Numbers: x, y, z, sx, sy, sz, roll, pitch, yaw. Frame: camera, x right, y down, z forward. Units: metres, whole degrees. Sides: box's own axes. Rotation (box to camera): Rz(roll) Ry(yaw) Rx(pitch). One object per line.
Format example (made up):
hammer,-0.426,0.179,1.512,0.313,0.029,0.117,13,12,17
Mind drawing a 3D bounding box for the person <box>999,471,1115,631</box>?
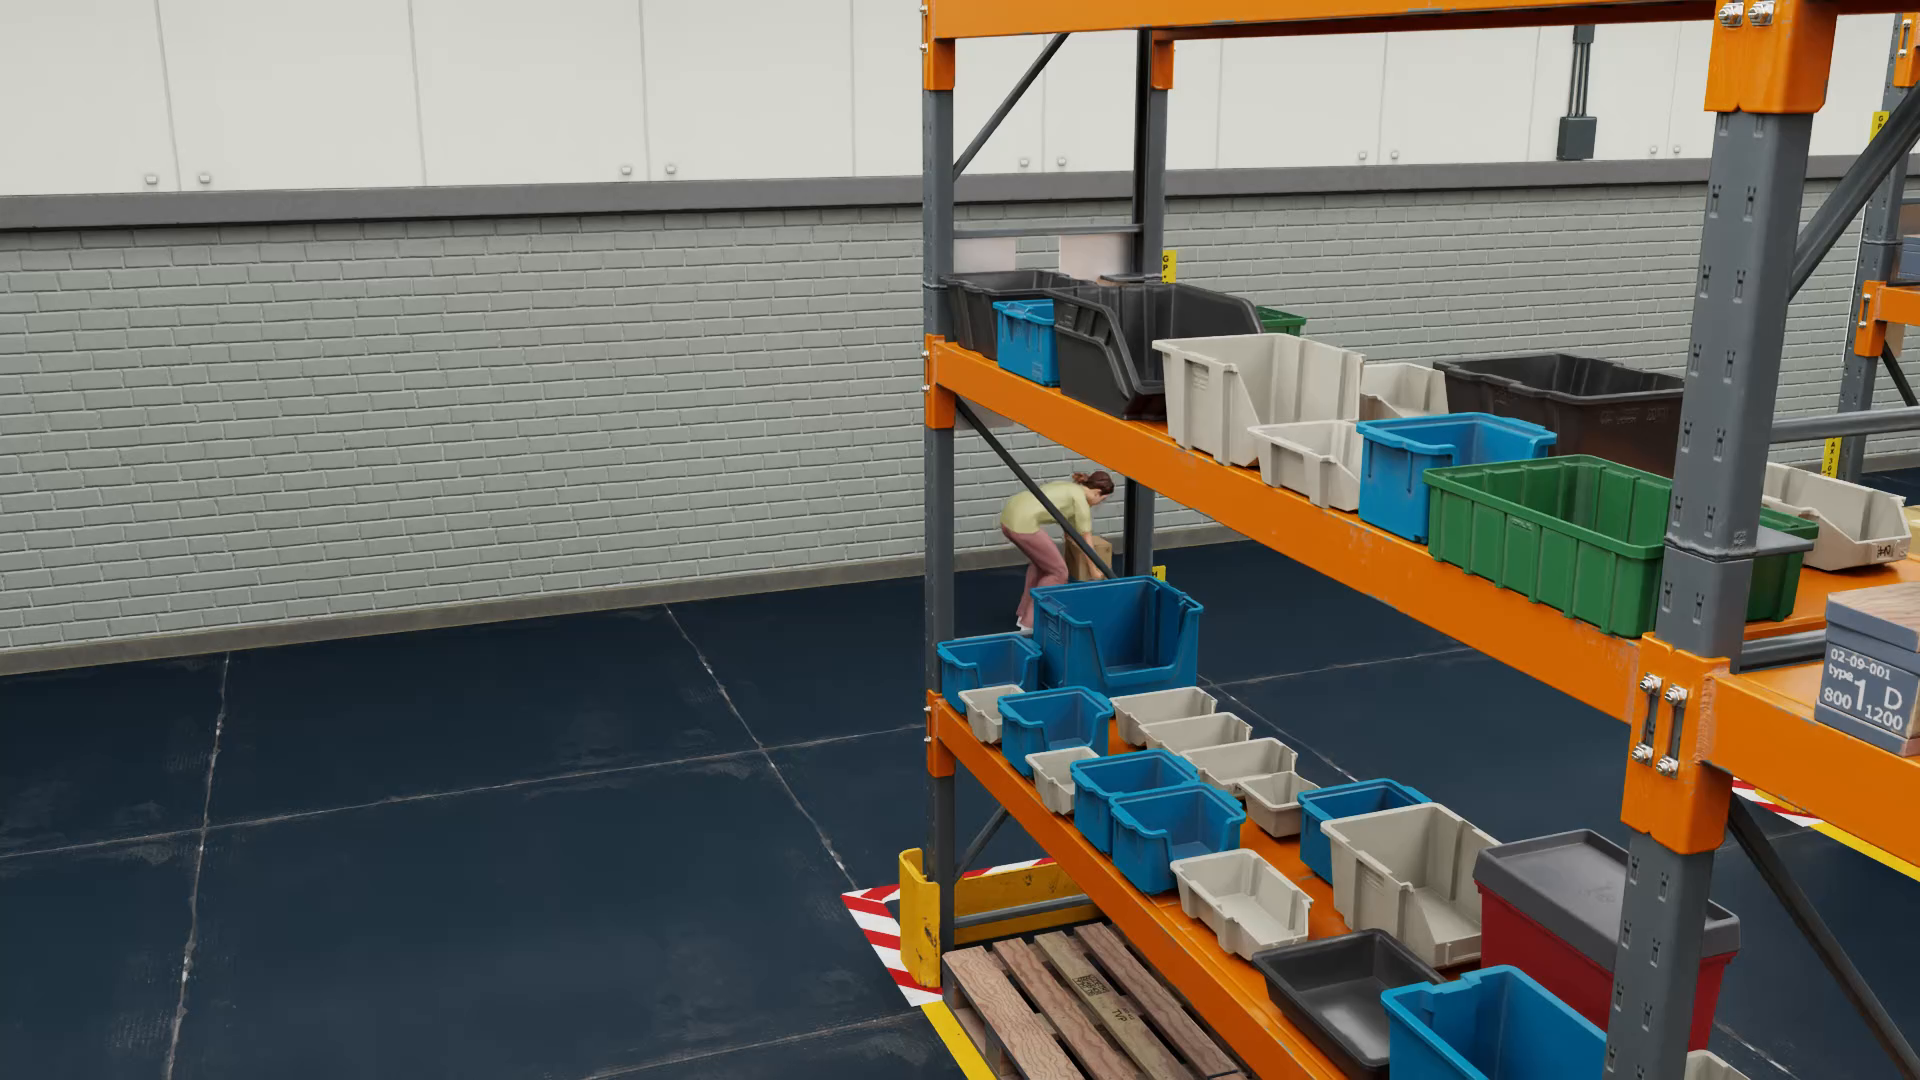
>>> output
person,0.698,0.080,11.765,0.857,1.124,0.439,-7,17,-22
